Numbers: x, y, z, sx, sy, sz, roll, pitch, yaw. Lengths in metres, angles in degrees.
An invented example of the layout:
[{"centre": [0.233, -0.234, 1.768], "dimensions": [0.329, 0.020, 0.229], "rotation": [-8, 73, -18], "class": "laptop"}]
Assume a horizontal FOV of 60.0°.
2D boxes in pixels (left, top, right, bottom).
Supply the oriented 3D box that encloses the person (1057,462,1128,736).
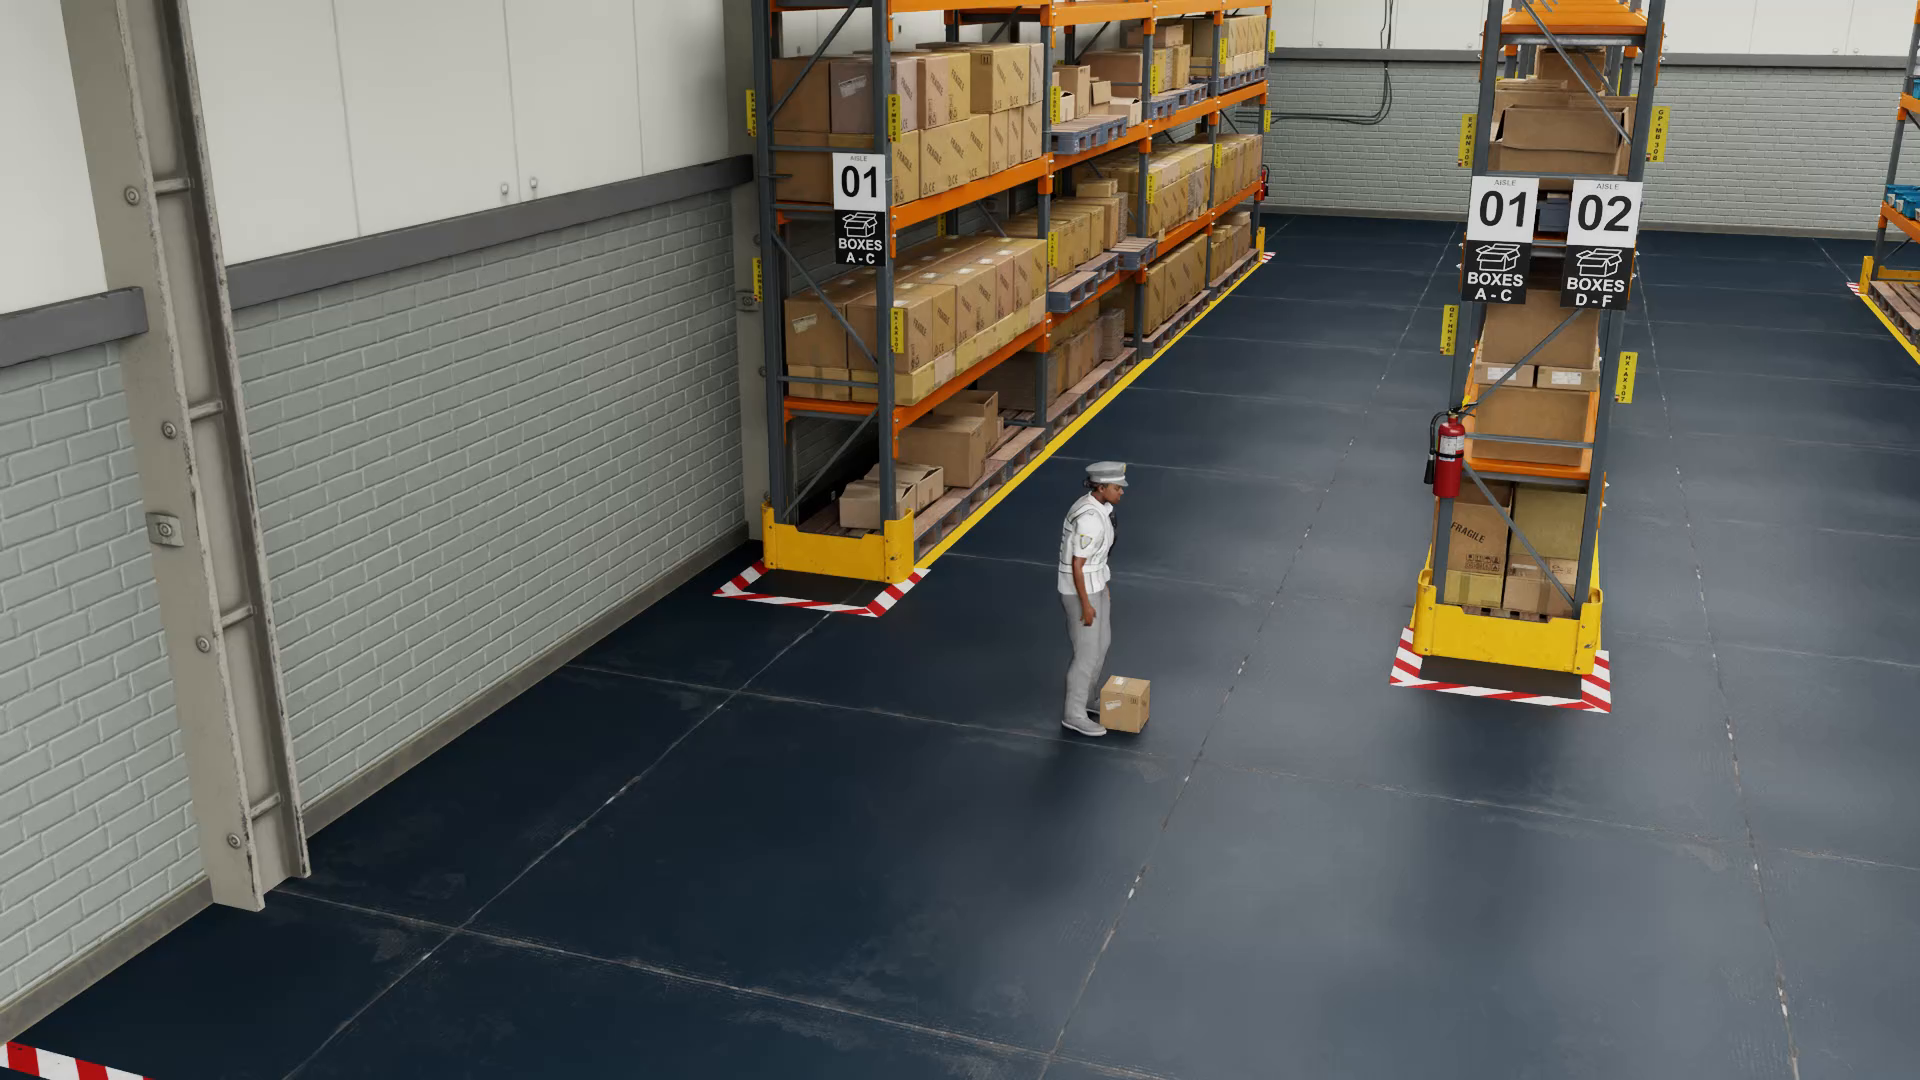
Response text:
[{"centre": [0.798, 0.326, 10.105], "dimensions": [0.400, 1.658, 0.518], "rotation": [6, 20, 17], "class": "person"}]
